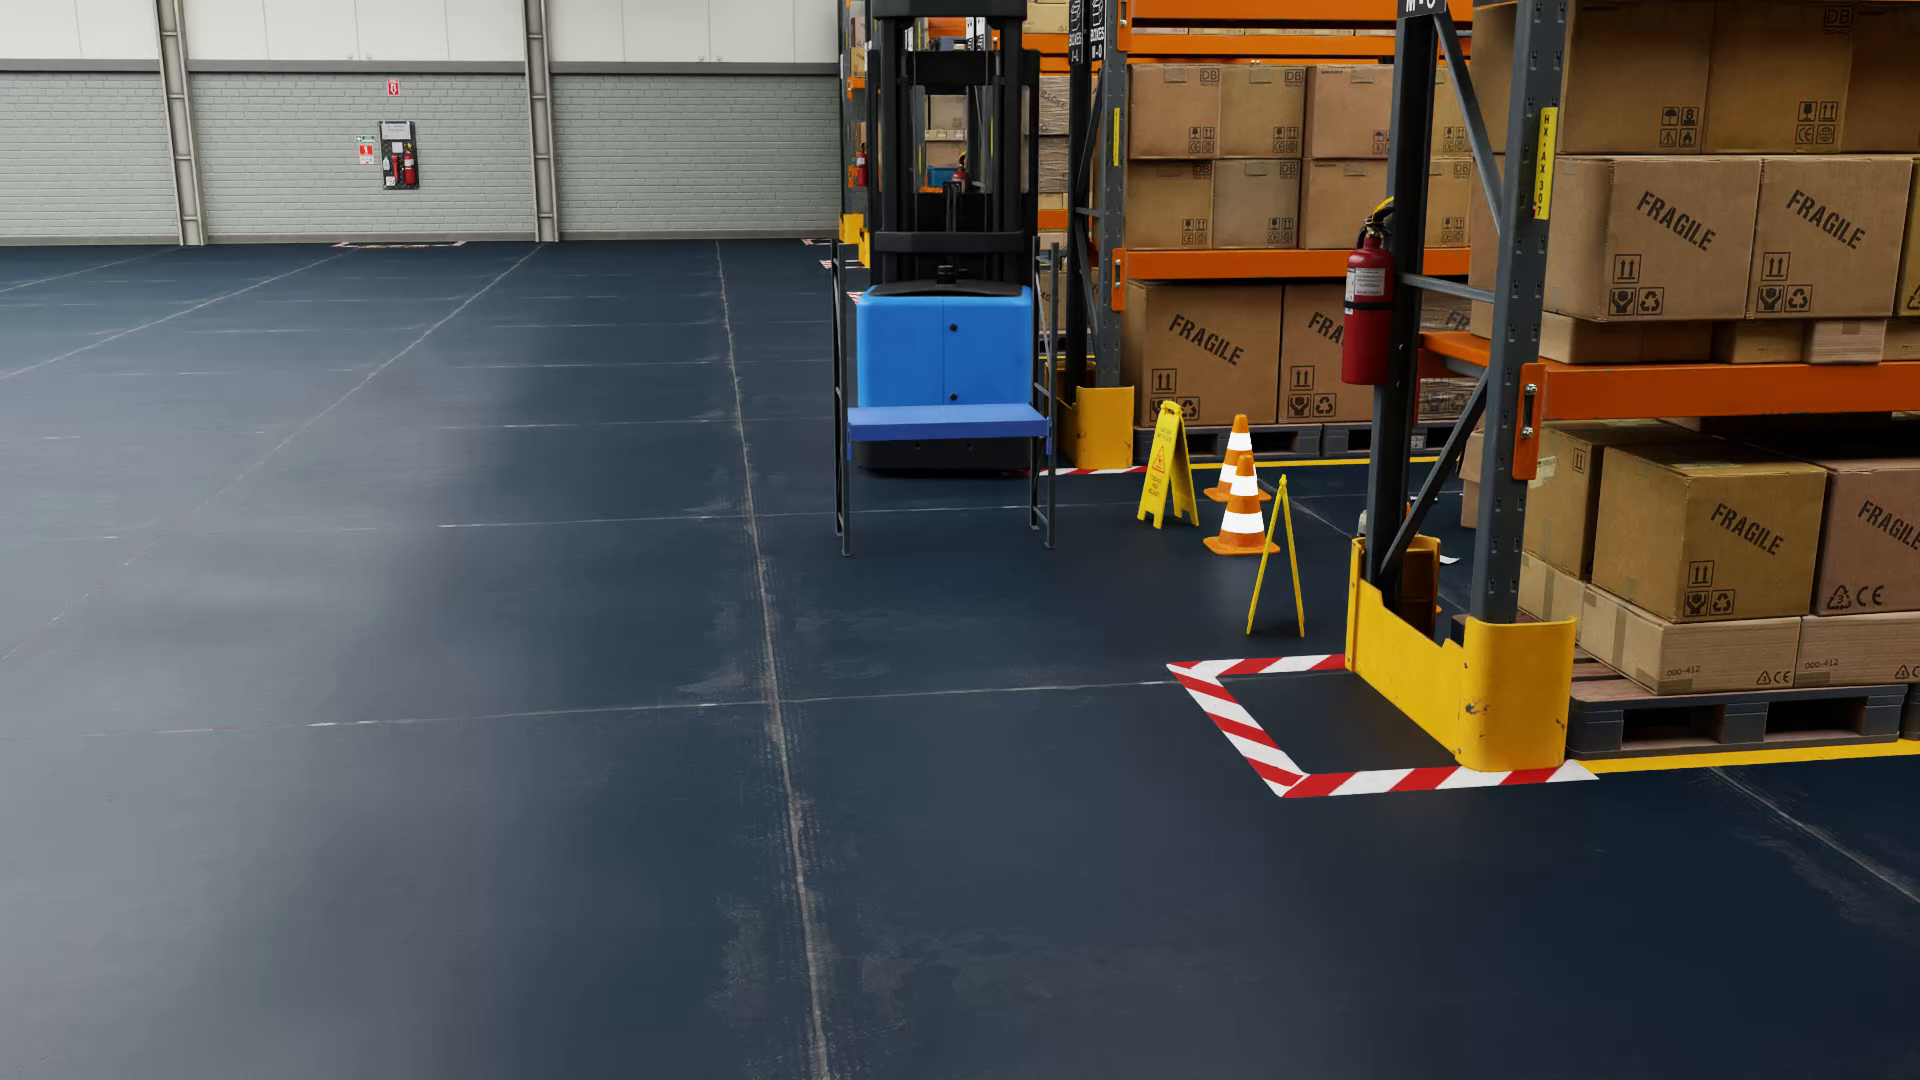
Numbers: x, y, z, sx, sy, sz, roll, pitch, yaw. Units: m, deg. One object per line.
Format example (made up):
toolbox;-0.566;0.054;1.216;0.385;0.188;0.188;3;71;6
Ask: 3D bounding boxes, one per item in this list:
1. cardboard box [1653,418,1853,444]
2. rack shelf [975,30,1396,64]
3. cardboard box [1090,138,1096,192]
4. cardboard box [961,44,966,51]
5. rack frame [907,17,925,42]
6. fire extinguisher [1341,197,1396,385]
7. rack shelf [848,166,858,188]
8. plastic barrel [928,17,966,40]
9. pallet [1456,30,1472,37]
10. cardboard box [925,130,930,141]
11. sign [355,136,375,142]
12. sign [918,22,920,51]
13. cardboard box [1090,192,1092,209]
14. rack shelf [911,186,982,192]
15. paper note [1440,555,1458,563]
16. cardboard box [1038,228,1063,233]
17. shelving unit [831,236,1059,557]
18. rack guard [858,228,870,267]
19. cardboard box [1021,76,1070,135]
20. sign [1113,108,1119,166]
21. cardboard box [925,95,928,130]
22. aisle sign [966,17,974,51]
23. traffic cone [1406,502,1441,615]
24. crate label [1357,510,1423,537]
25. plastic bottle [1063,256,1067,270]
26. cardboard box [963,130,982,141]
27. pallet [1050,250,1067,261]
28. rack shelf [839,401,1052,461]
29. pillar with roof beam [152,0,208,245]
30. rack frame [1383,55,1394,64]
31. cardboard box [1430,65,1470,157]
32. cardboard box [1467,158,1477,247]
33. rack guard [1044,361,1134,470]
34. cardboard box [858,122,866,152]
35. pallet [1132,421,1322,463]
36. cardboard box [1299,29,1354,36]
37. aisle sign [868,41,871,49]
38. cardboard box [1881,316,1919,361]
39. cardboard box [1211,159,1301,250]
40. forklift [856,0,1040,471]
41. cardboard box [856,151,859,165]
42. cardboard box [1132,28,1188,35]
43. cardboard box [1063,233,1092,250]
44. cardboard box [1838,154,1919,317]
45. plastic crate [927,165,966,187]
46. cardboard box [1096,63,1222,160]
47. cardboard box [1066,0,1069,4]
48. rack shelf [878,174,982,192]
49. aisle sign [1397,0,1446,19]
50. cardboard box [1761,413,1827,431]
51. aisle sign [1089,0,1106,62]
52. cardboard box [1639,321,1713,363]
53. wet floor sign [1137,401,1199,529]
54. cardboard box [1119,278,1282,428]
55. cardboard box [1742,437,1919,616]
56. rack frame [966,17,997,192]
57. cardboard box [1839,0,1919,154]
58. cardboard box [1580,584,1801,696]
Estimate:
cardboard box;2.941;-0.185;6.252;0.500;0.500;0.500;-2;14;-6
rack shelf;2.174;-4.402;15.132;4.000;0.370;1.077;-2;14;-8
cardboard box;1.221;-3.477;15.312;0.500;0.500;0.875;-2;14;-8
cardboard box;-0.177;-7.366;24.627;0.500;0.250;0.500;-2;14;-8
rack frame;-0.542;-7.325;19.141;0.127;3.000;1.000;-2;14;-8
fire extinguisher;1.491;-0.909;6.050;0.183;0.674;0.296;-2;14;-8
rack shelf;-0.040;-6.522;29.749;4.000;0.370;1.077;-2;14;-8
plastic barrel;-0.080;-6.330;19.595;0.708;0.830;0.600;-2;14;-8
pallet;4.778;-4.729;15.343;1.003;0.211;1.213;-2;14;-8
cardboard box;-0.595;-5.943;24.422;0.250;0.149;0.380;-2;14;-10
sign;-10.393;-7.011;29.059;0.331;0.109;0.001;-2;14;-8
sign;-0.464;-5.742;18.977;0.005;0.325;0.100;-2;14;-8
cardboard box;1.257;-3.079;15.059;0.250;0.149;0.380;-2;14;-8
rack shelf;1.436;-4.139;20.247;4.000;0.370;1.077;-2;14;-8
paper note;2.311;0.087;8.022;0.142;0.019;0.148;-8;16;-28
cardboard box;1.263;-4.882;24.979;0.500;0.500;0.500;-2;14;-8
shelving unit;-0.084;-0.724;8.237;1.048;1.500;0.538;-2;14;-8
rack guard;-1.300;-4.393;24.923;0.348;0.500;1.175;-2;14;-8
cardboard box;0.780;-3.856;14.768;0.500;0.500;0.500;-2;14;-8
sign;0.912;-2.352;9.700;0.005;0.325;0.100;-2;14;-8
cardboard box;-0.760;-6.300;24.515;0.500;0.500;0.700;-2;14;-8
aisle sign;0.090;-4.555;15.083;0.004;0.787;0.394;-2;14;-8
traffic cone;1.905;0.065;7.223;0.334;0.463;0.336;-2;14;-8
crate label;2.172;-0.076;8.451;0.298;0.136;0.250;-11;18;-37
plastic bottle;1.297;-3.296;20.112;0.097;0.271;0.097;0;14;0
cardboard box;0.165;-5.970;24.532;0.250;0.149;0.380;-3;14;-10
pallet;1.887;-4.381;25.465;1.213;0.211;1.003;-2;14;-8
rack shelf;-0.084;-0.550;8.281;1.000;0.185;0.538;-2;14;-8
pillar with roof beam;-12.679;-8.471;23.711;0.400;9.000;9.100;-2;14;-8
rack frame;4.151;-3.369;15.698;0.127;3.000;1.000;-2;14;-8
cardboard box;2.817;-2.708;10.535;0.500;0.550;0.875;-2;14;-8
cardboard box;3.335;-2.212;10.777;0.550;0.550;0.875;-2;14;-8
rack guard;0.811;-0.814;10.649;0.348;0.500;1.175;-2;14;-8
cardboard box;-1.501;-7.044;29.078;0.500;0.500;0.500;-2;14;-8
pallet;1.614;-0.722;10.878;1.213;0.211;1.003;-2;14;-8
cardboard box;3.221;-4.655;14.970;0.500;0.250;0.500;-2;14;-7
aisle sign;-1.295;-6.792;24.003;0.004;0.787;0.394;-2;14;-8
cardboard box;3.070;-0.699;5.569;0.250;0.149;0.380;-2;14;-7
cardboard box;1.736;-2.149;10.528;0.550;0.550;0.875;-2;14;-8
forklift;-0.029;-2.139;10.934;1.130;2.935;3.031;1;14;3
cardboard box;-1.584;-6.799;29.642;0.500;0.250;0.500;-2;14;-7
cardboard box;1.710;-4.598;14.743;0.500;0.250;0.500;-2;14;-9
cardboard box;1.757;-4.537;25.144;0.500;0.250;0.500;-2;14;-8
cardboard box;3.197;-1.022;5.522;0.500;0.500;0.500;-2;14;-9
plastic crate;-0.092;-4.433;20.248;0.616;0.251;0.499;-2;14;-8
cardboard box;1.208;-2.628;10.215;0.550;0.550;0.875;-2;14;-8
cardboard box;1.005;-4.779;14.642;0.250;0.149;0.380;-2;14;-9
rack shelf;0.702;-5.330;24.999;4.000;0.370;1.077;-2;14;-8
aisle sign;1.568;-2.169;5.568;0.004;0.787;0.394;-2;14;-8
cardboard box;3.028;-0.518;6.245;0.250;0.149;0.380;-2;14;-7
aisle sign;0.810;-3.213;9.734;0.004;0.787;0.394;-2;14;-8
cardboard box;2.287;-0.693;5.546;0.250;0.149;0.380;-2;14;-7
wet floor sign;1.101;-0.408;8.731;0.232;0.644;0.267;-5;15;-18
cardboard box;1.496;-1.241;10.717;0.875;0.875;0.875;-2;14;-8
cardboard box;3.051;-0.058;5.742;0.500;0.500;0.500;-3;14;-10
rack frame;0.196;-3.224;15.120;0.127;3.000;1.000;-2;14;-8
cardboard box;3.136;-1.649;5.967;0.500;0.500;0.700;-2;14;-9
cardboard box;2.511;0.327;5.750;0.500;0.250;0.500;-2;14;-9
